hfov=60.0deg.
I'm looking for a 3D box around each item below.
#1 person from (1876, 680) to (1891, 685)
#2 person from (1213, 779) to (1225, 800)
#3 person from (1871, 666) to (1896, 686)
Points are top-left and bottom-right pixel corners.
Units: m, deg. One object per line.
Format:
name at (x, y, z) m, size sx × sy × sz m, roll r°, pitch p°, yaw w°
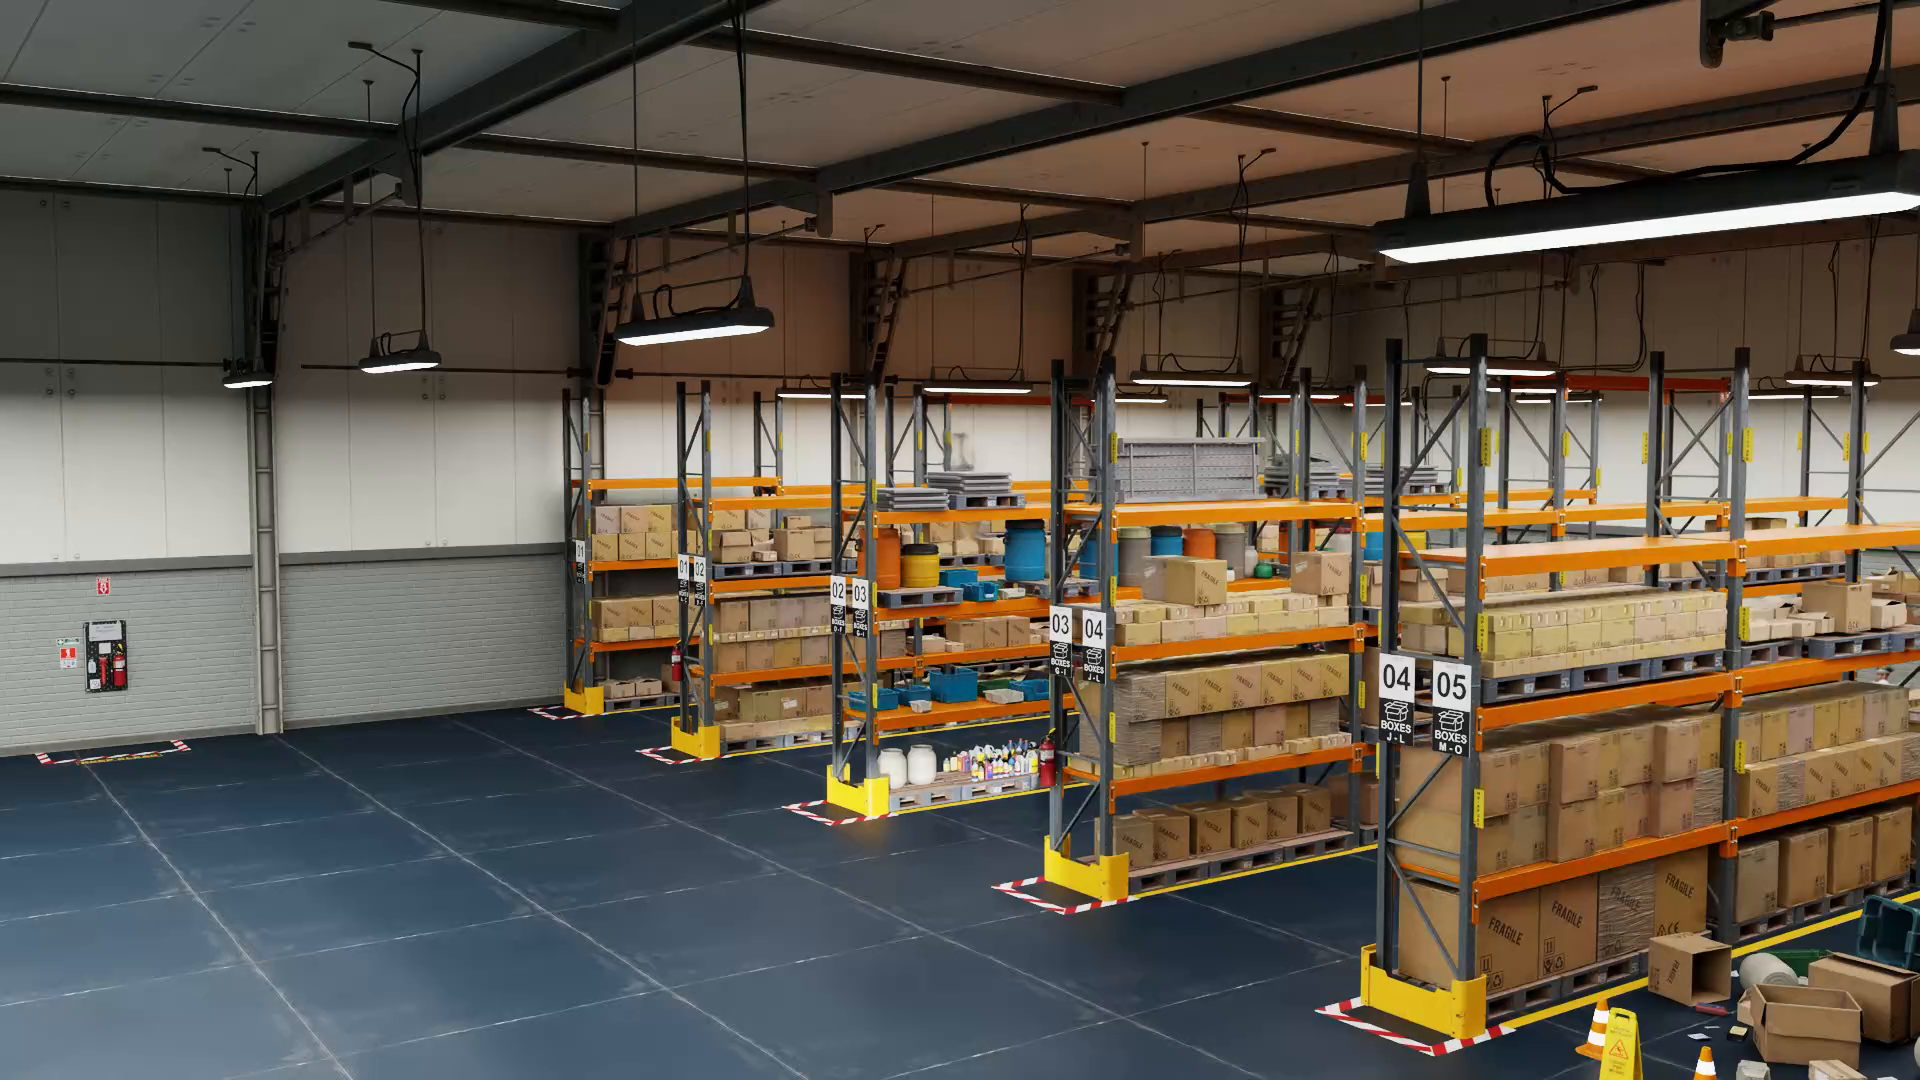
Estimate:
person at (12.619, 2.792, 22.775) m, size 0.976 × 1.770 × 0.677 m, roll -2°, pitch 4°, yaw -32°
person at (3.583, 2.857, 23.073) m, size 0.662 × 1.676 × 0.581 m, roll 3°, pitch 5°, yaw 42°
person at (14.042, 2.719, 25.392) m, size 0.574 × 1.649 × 0.606 m, roll -3°, pitch 5°, yaw -43°
